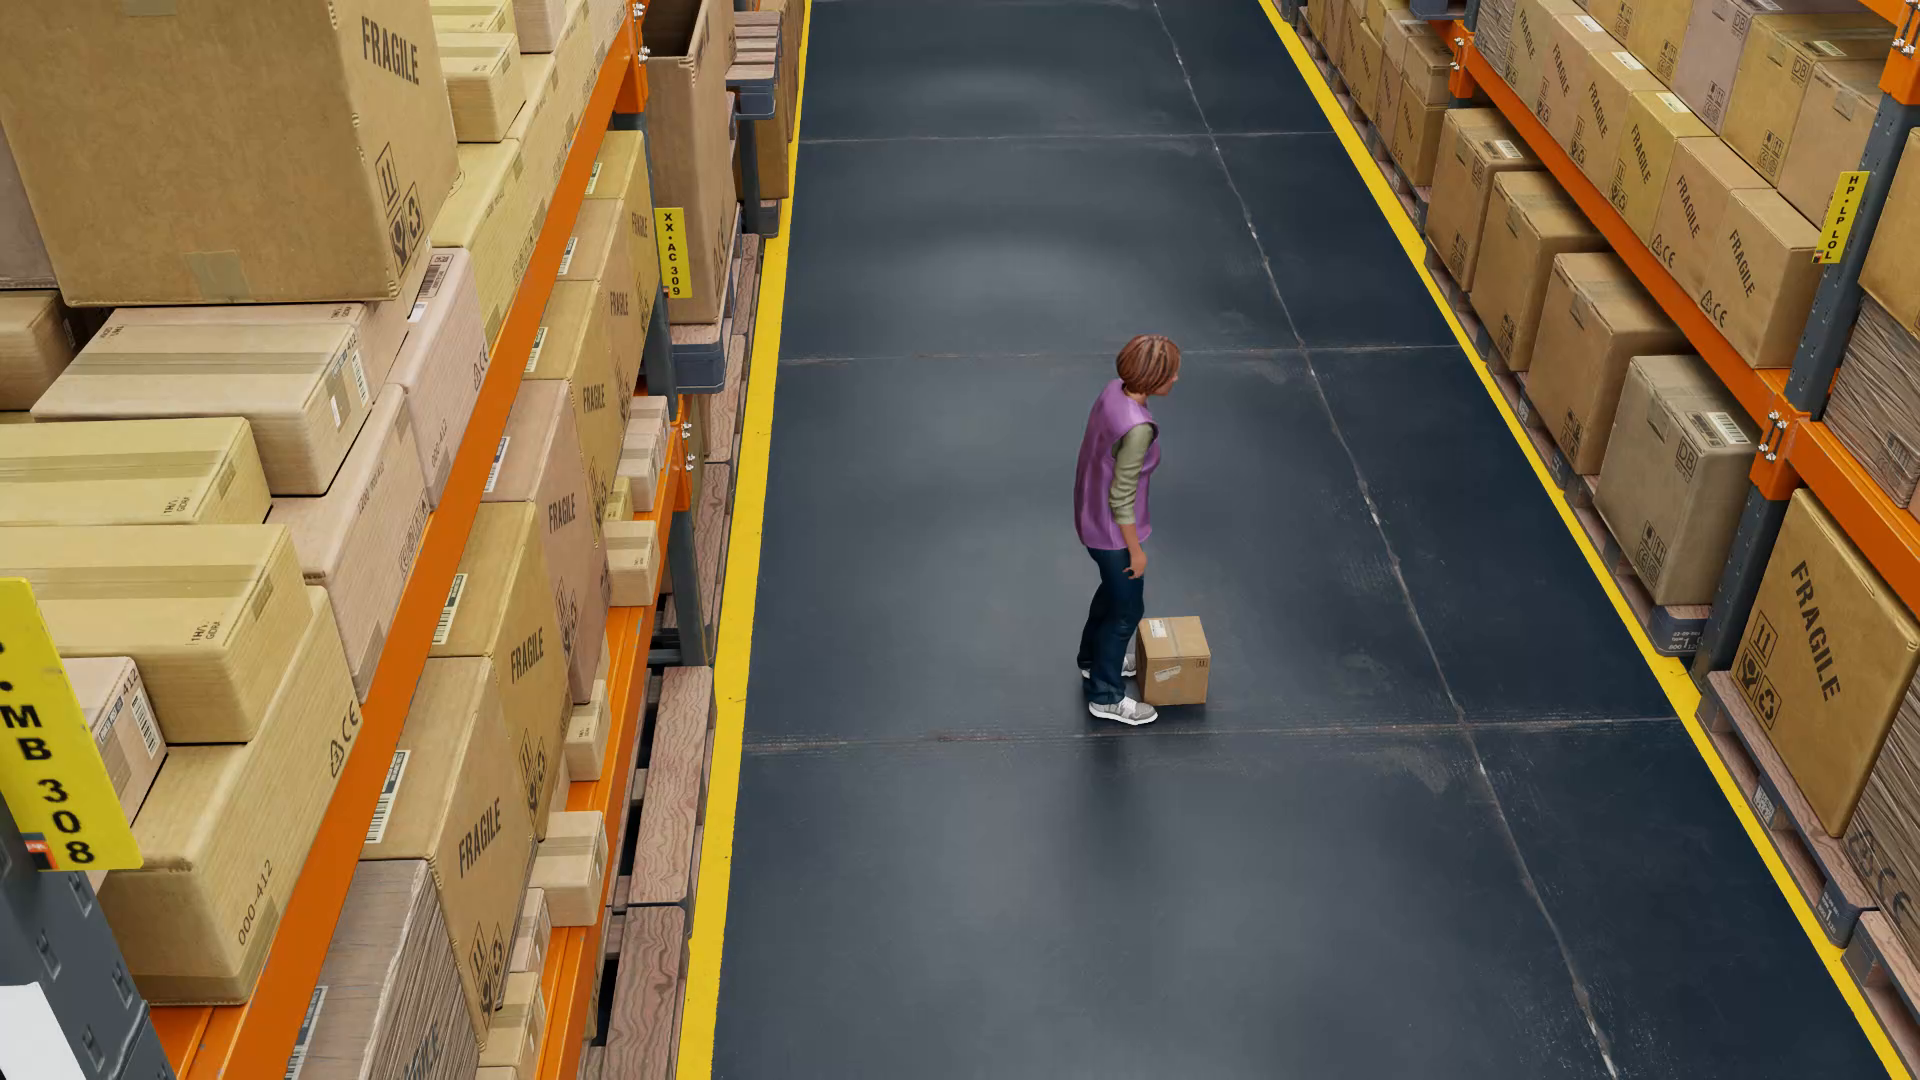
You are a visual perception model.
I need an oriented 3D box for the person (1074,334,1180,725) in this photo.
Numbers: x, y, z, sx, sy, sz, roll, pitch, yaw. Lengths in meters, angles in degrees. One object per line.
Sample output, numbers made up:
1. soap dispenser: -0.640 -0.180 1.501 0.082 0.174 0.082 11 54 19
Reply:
1. person: 0.603 -0.042 6.229 0.346 1.575 0.464 -2 36 -2
